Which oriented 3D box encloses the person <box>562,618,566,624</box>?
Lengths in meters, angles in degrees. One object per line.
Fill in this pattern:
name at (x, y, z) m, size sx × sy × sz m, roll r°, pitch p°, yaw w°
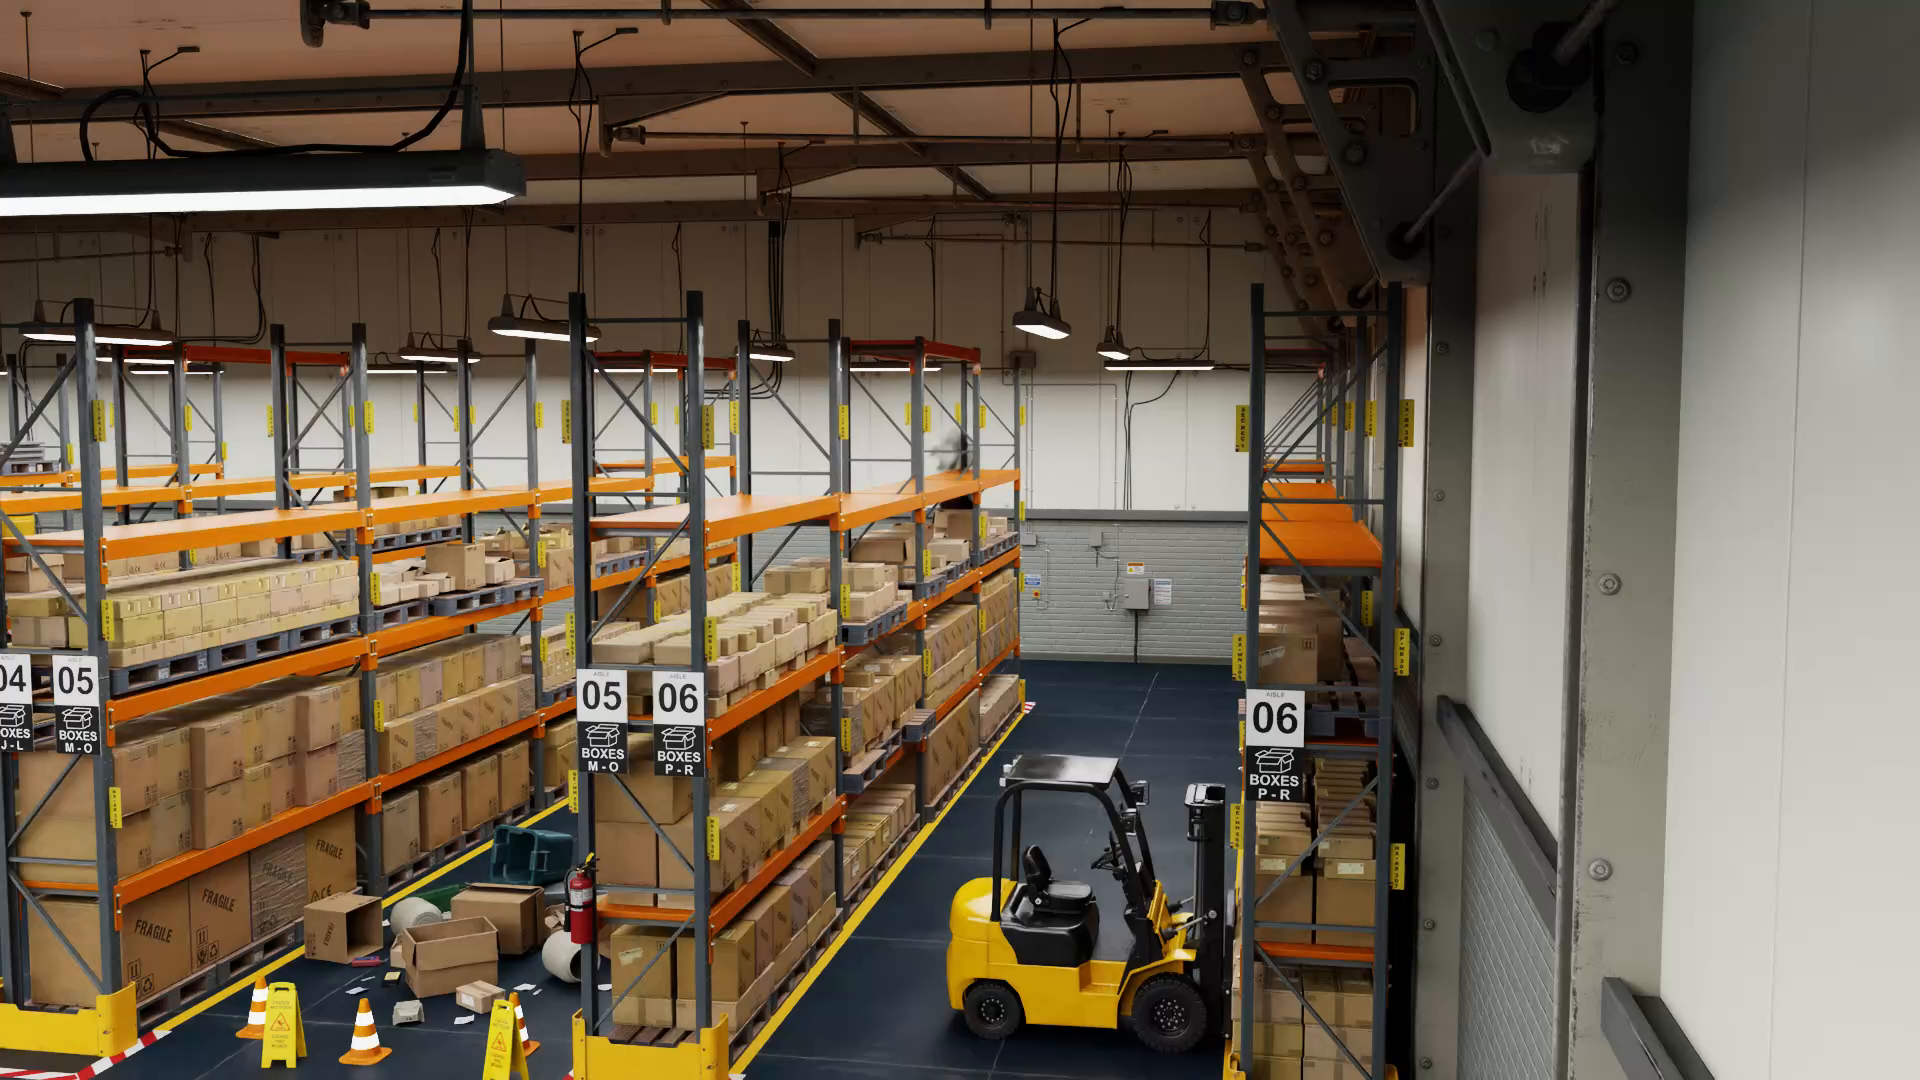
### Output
person at (-6.420, 2.106, 27.633) m, size 0.671 × 1.698 × 0.677 m, roll 2°, pitch 5°, yaw 19°
